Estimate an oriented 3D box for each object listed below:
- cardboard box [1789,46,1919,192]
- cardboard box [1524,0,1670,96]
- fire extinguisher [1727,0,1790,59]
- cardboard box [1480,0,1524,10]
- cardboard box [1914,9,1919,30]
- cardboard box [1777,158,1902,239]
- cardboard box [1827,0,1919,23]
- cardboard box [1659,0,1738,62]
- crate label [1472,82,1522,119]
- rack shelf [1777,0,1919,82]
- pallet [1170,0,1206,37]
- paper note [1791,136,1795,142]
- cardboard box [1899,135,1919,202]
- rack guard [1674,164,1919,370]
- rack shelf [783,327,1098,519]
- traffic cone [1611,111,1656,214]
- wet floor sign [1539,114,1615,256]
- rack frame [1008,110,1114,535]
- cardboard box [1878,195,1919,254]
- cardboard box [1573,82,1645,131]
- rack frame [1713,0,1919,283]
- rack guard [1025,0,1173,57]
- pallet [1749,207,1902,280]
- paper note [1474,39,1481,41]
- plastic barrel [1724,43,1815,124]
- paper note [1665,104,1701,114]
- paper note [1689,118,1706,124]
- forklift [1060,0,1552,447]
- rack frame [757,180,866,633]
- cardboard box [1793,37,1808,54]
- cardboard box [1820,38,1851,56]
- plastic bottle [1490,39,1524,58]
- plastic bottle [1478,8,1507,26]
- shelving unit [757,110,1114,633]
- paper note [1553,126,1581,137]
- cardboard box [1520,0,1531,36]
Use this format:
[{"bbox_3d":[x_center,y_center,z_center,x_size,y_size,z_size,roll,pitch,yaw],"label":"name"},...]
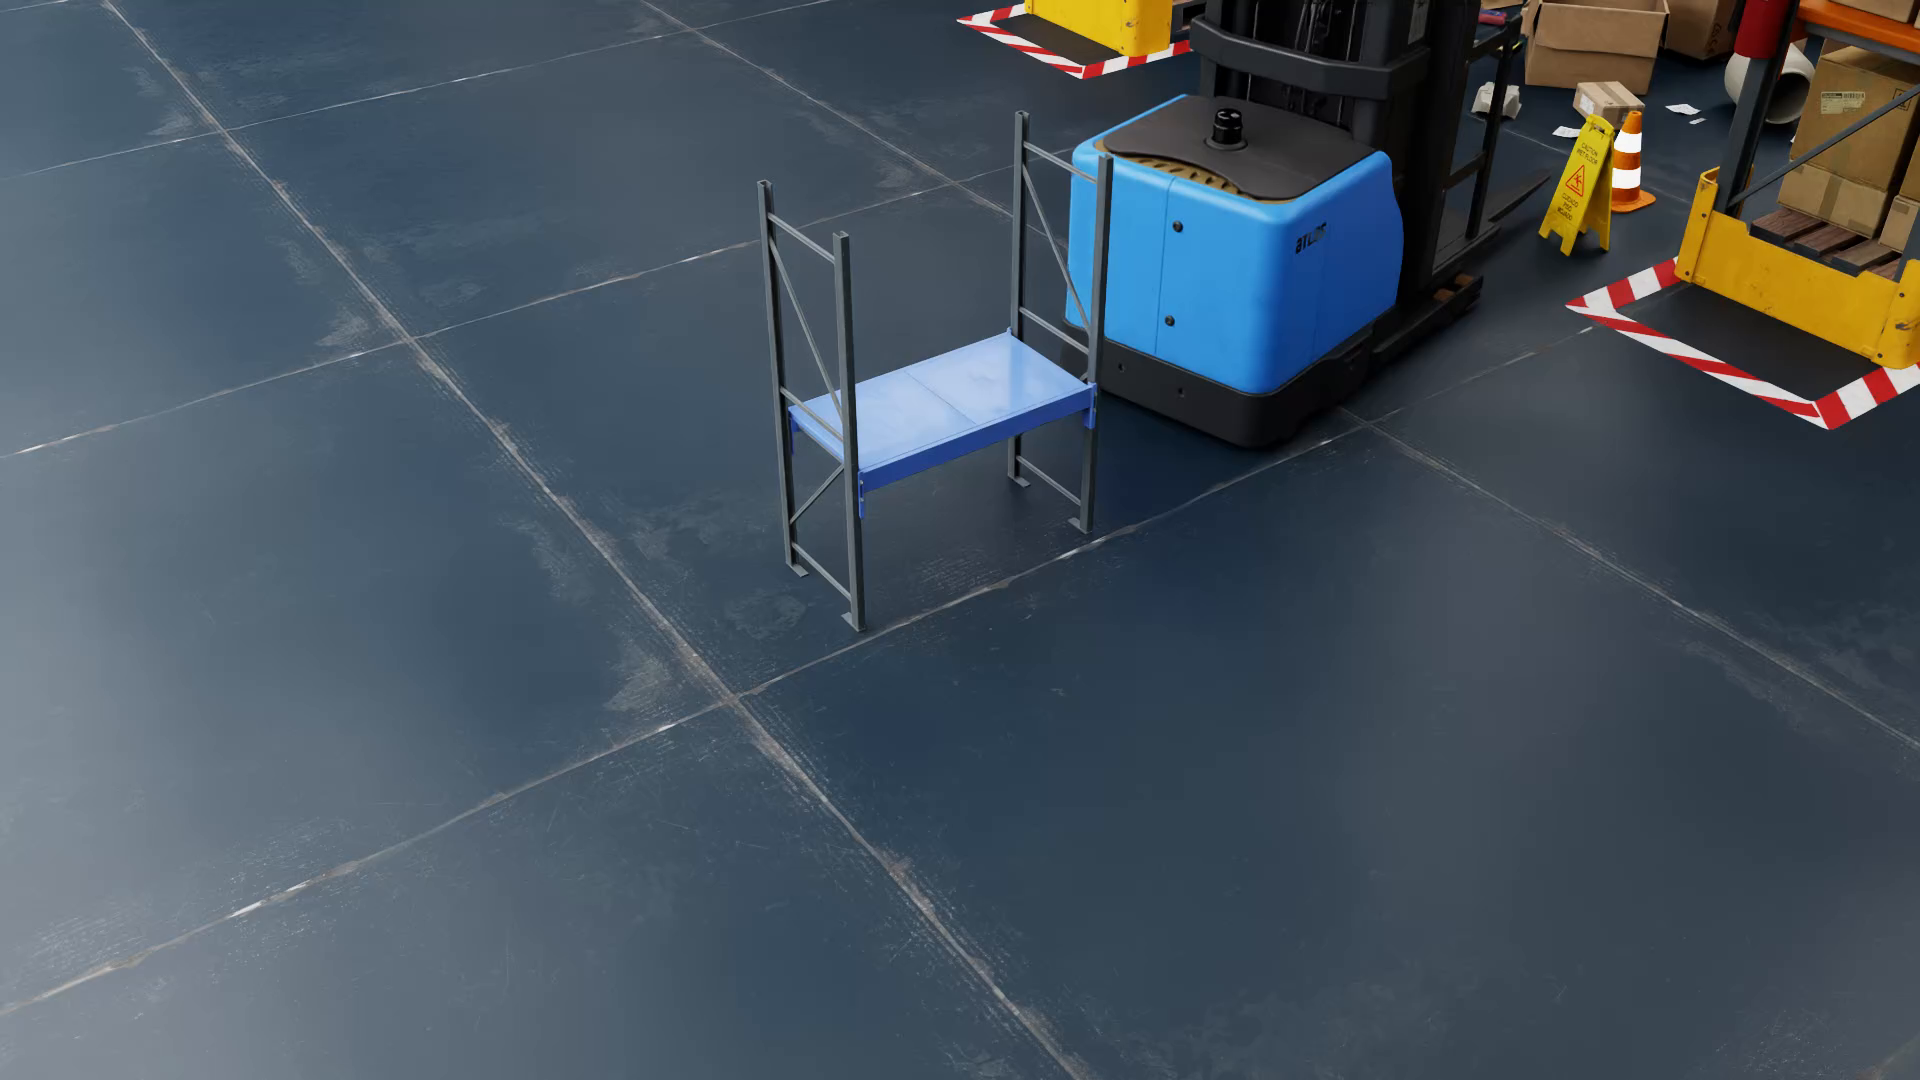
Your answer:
[{"bbox_3d":[4.345,-2.013,7.834,0.500,0.500,0.500,-22,41,-28],"label":"cardboard box"},{"bbox_3d":[3.818,-3.047,10.055,0.797,0.503,0.637,9,37,12],"label":"cardboard box"},{"bbox_3d":[3.482,-2.411,7.099,0.183,0.674,0.296,-22,41,-28],"label":"fire extinguisher"},{"bbox_3d":[3.498,-3.909,11.255,0.500,0.500,0.500,-15,38,-20],"label":"cardboard box"},{"bbox_3d":[4.237,-2.174,6.919,0.250,0.149,0.380,-22,41,-28],"label":"cardboard box"},{"bbox_3d":[4.366,-1.723,8.073,0.500,0.250,0.500,-23,41,-28],"label":"cardboard box"},{"bbox_3d":[4.023,-2.387,7.215,0.250,0.149,0.380,-21,41,-26],"label":"cardboard box"},{"bbox_3d":[4.577,-3.420,10.458,0.503,0.637,0.797,-22,41,-28],"label":"cardboard box"},{"bbox_3d":[3.138,-2.568,9.704,0.250,0.136,0.298,15,38,20],"label":"crate label"},{"bbox_3d":[5.475,-2.642,7.970,4.000,0.370,1.077,-22,41,-28],"label":"rack shelf"},{"bbox_3d":[1.515,-3.764,11.302,1.213,0.211,1.003,-22,41,-28],"label":"pallet"},{"bbox_3d":[4.749,-2.240,9.338,0.142,0.019,0.148,22,41,28],"label":"paper note"},{"bbox_3d":[4.678,-1.767,7.491,0.500,0.500,0.500,-24,42,-29],"label":"cardboard box"},{"bbox_3d":[3.903,-1.272,7.590,0.348,0.500,1.175,-22,41,-28],"label":"rack guard"},{"bbox_3d":[-0.070,-0.434,5.877,1.000,0.185,0.538,-22,41,-28],"label":"rack shelf"},{"bbox_3d":[3.449,-1.991,8.622,0.334,0.463,0.336,-22,41,-28],"label":"traffic cone"},{"bbox_3d":[3.069,-1.752,8.133,0.232,0.644,0.267,-9,37,-12],"label":"wet floor sign"},{"bbox_3d":[0.346,-0.751,6.010,0.032,1.500,0.500,-22,41,-28],"label":"rack frame"},{"bbox_3d":[4.659,-1.454,7.699,0.500,0.250,0.500,-23,42,-28],"label":"cardboard box"},{"bbox_3d":[3.748,-2.508,9.610,0.250,0.149,0.380,-3,36,-4],"label":"cardboard box"},{"bbox_3d":[3.841,-2.261,6.825,0.127,3.000,1.000,-22,41,-28],"label":"rack frame"},{"bbox_3d":[0.887,-3.566,10.781,0.348,0.500,1.175,-22,41,-28],"label":"rack guard"},{"bbox_3d":[4.587,-1.411,8.031,1.213,0.211,1.003,-22,41,-28],"label":"pallet"},{"bbox_3d":[3.345,-3.222,10.721,0.123,0.001,0.032,-3,36,-4],"label":"paper note"},{"bbox_3d":[4.657,-2.632,9.547,0.421,0.421,0.512,3,36,4],"label":"plastic barrel"},{"bbox_3d":[4.247,-2.533,9.756,0.142,0.019,0.148,-9,37,-12],"label":"paper note"},{"bbox_3d":[4.262,-2.421,9.607,0.123,0.001,0.032,-22,41,-28],"label":"paper note"},{"bbox_3d":[1.774,-2.344,6.998,1.130,2.935,3.031,27,44,32],"label":"forklift"},{"bbox_3d":[-0.485,-0.409,5.534,0.032,1.500,0.500,-22,41,-28],"label":"rack frame"},{"bbox_3d":[5.208,-3.247,10.537,0.258,0.266,0.396,9,37,12],"label":"cardboard box"},{"bbox_3d":[5.450,-2.882,9.826,0.500,0.500,0.500,3,36,4],"label":"cardboard box"},{"bbox_3d":[3.478,-3.125,10.543,0.133,0.061,0.283,22,41,28],"label":"plastic bottle"},{"bbox_3d":[3.524,-3.457,11.004,0.283,0.061,0.133,22,41,28],"label":"plastic bottle"},{"bbox_3d":[-0.070,-0.580,5.772,1.048,1.500,0.538,-22,41,-28],"label":"shelving unit"},{"bbox_3d":[3.467,-2.324,9.454,0.148,0.019,0.142,22,41,28],"label":"paper note"},{"bbox_3d":[3.832,-3.368,10.705,0.258,0.266,0.396,-15,38,-20],"label":"cardboard box"}]
